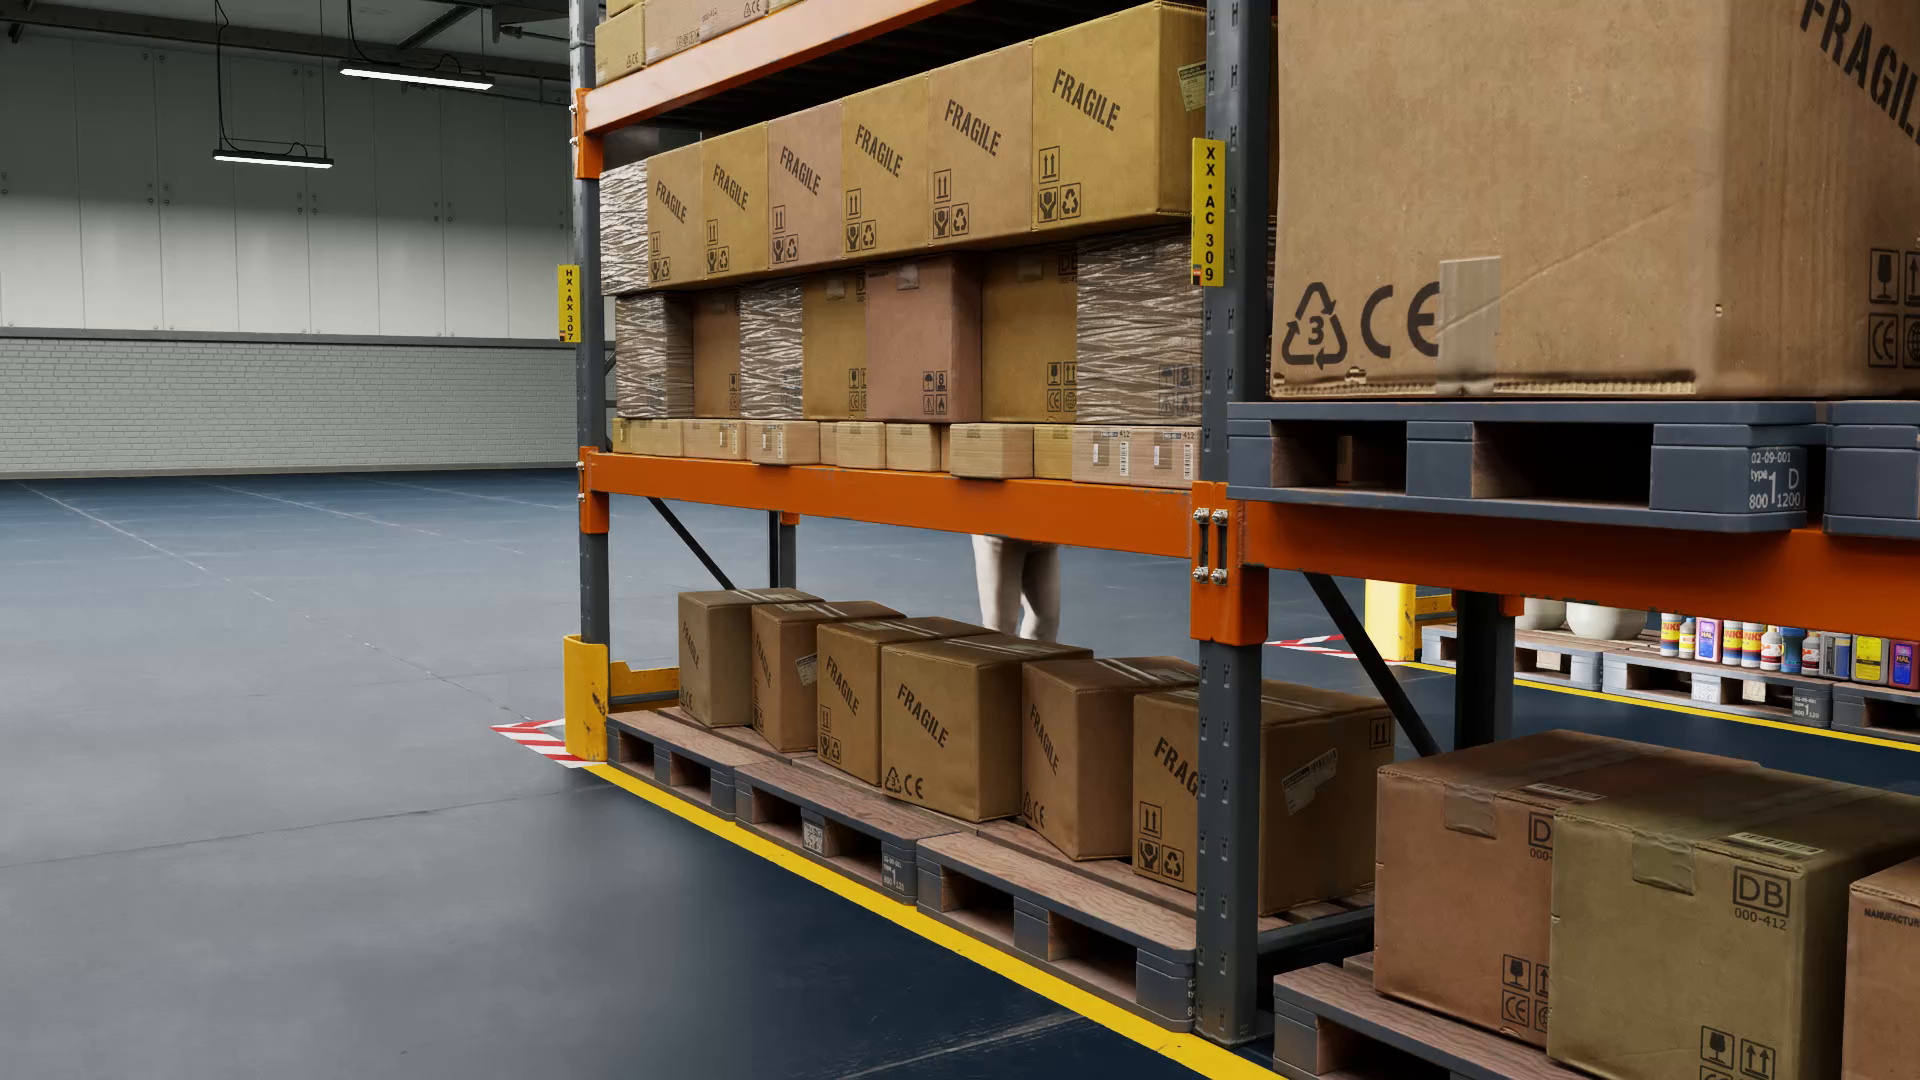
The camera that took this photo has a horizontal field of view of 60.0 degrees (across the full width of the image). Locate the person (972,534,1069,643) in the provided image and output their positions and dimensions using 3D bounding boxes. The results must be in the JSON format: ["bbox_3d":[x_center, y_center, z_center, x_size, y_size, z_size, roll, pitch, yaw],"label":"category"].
[{"bbox_3d":[0.329,0.042,7.884,0.514,1.645,0.530,-3,6,-34],"label":"person"}]
